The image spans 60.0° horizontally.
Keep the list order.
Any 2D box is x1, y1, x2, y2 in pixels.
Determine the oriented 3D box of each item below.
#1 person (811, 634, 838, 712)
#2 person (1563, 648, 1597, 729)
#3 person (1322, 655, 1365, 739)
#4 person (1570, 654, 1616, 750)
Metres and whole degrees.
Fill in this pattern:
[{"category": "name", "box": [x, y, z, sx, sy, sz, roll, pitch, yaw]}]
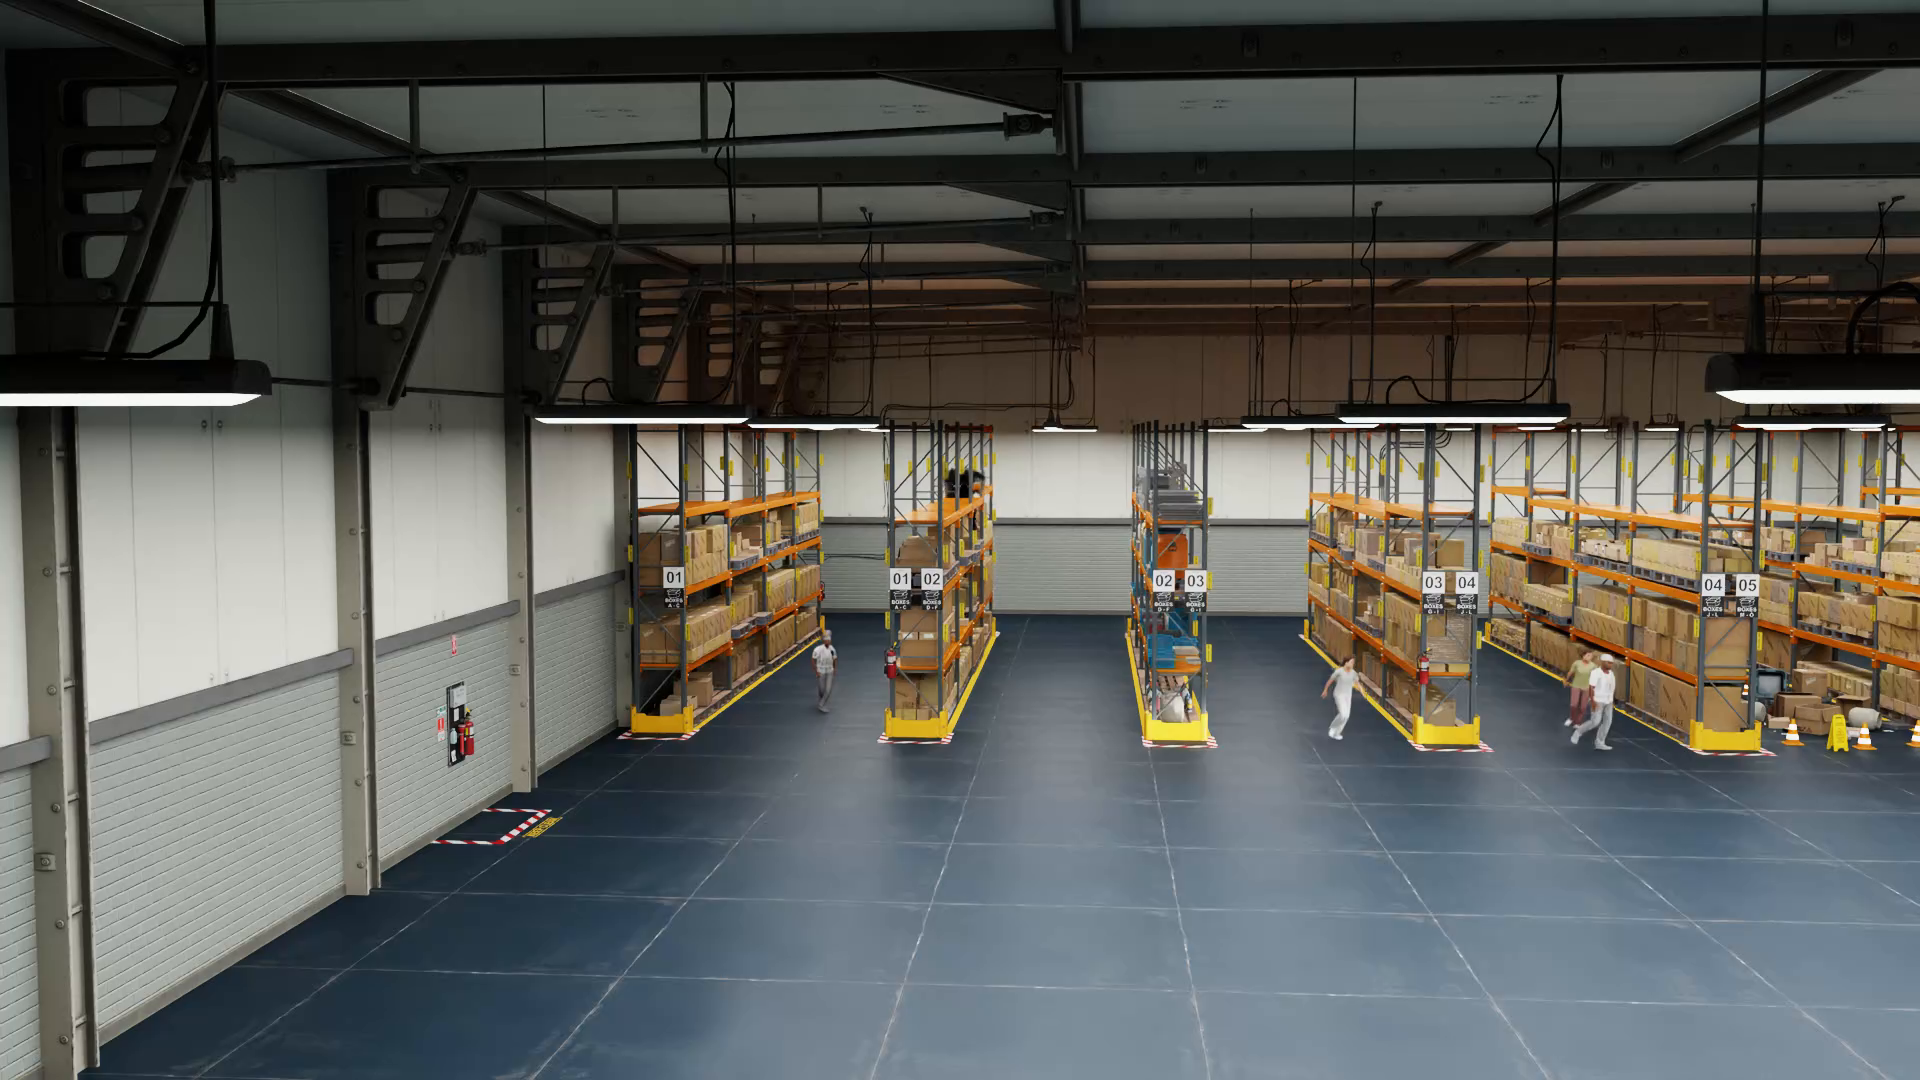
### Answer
[{"category": "person", "box": [-2.819, 2.733, 34.510, 0.573, 1.632, 0.532, -1, 4, -19]}, {"category": "person", "box": [12.035, 2.872, 32.157, 0.578, 1.606, 0.590, 0, 4, 5]}, {"category": "person", "box": [7.191, 2.938, 31.033, 0.574, 1.612, 0.721, -2, 4, -23]}, {"category": "person", "box": [11.538, 2.930, 30.220, 0.736, 1.744, 0.614, -2, 4, -28]}]
